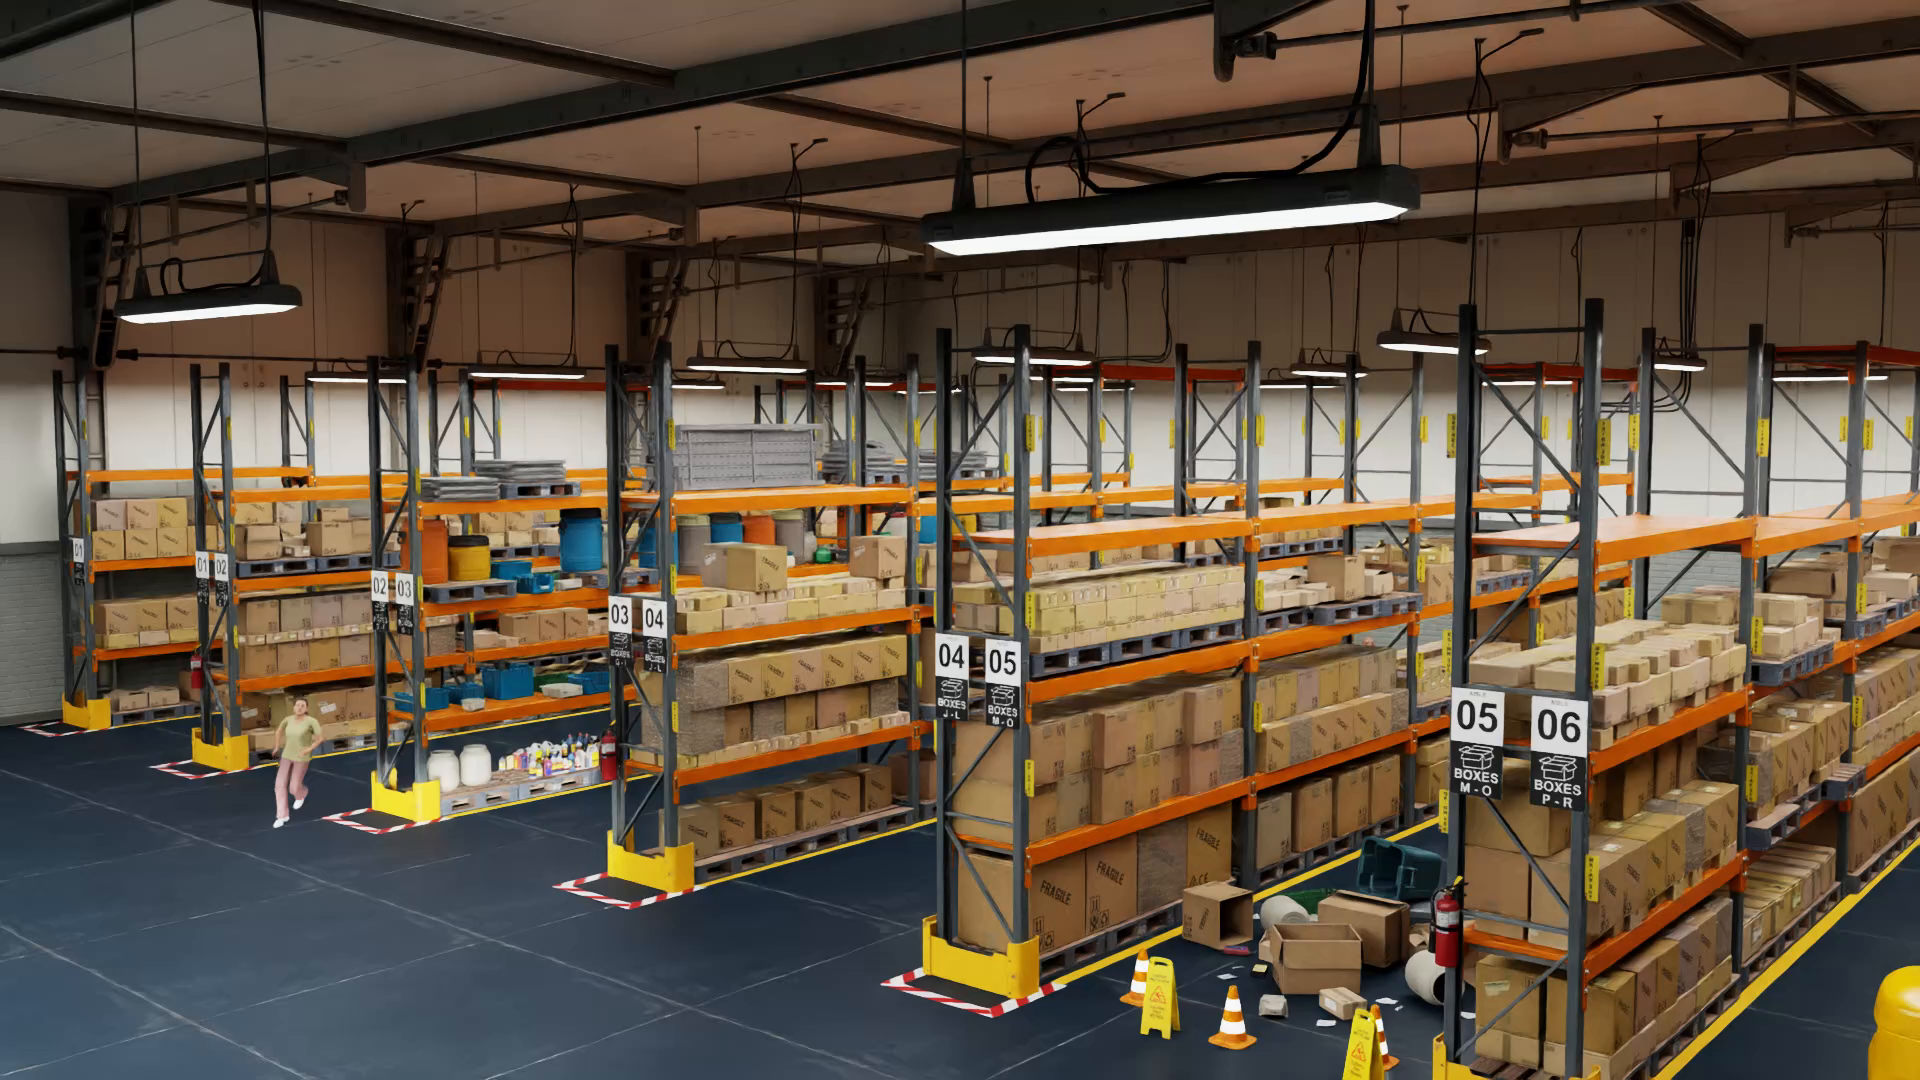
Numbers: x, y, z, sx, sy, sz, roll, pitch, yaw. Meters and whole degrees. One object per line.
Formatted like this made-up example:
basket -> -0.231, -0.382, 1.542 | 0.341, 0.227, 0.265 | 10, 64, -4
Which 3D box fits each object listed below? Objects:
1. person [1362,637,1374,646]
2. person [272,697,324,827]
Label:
person -> 6.425, 2.396, 26.478 | 0.759, 1.728, 0.688 | 3, 5, 37
person -> -8.519, 2.826, 21.439 | 0.627, 1.649, 0.744 | 0, 4, 0
